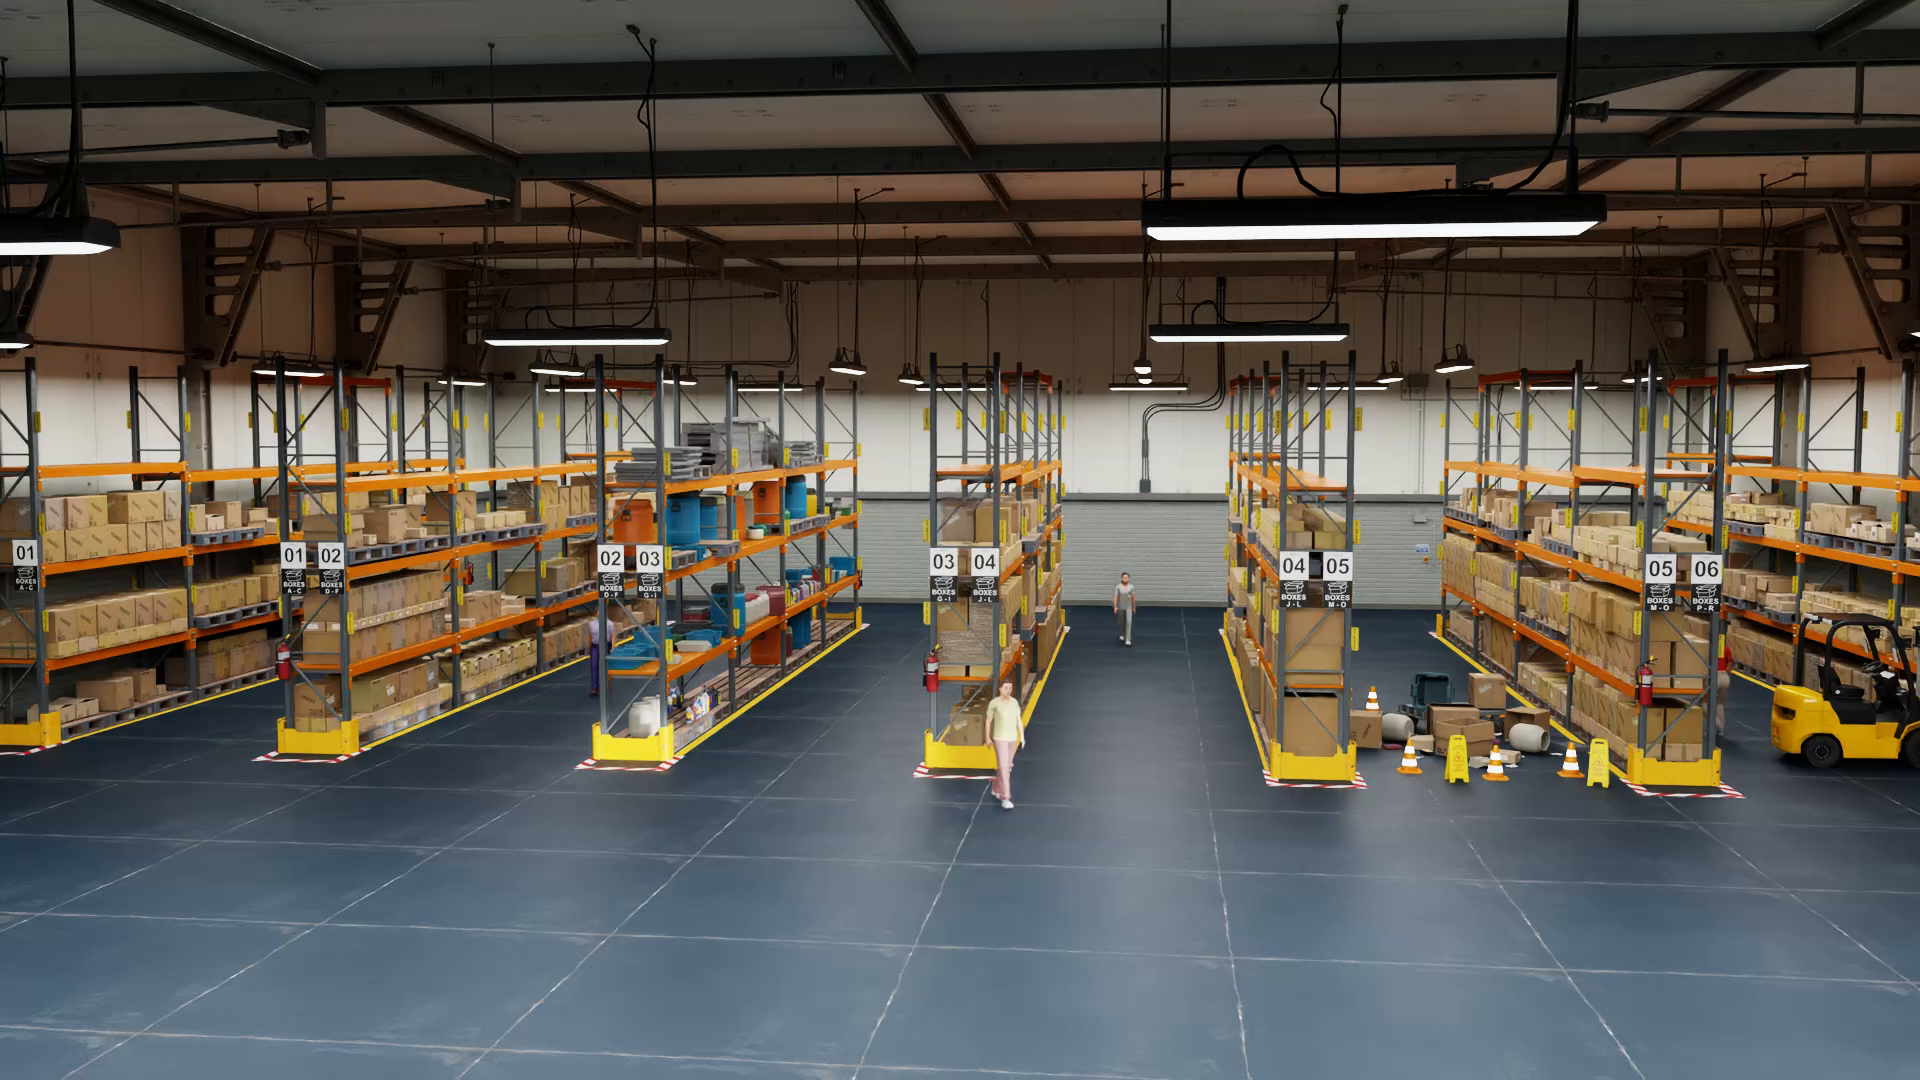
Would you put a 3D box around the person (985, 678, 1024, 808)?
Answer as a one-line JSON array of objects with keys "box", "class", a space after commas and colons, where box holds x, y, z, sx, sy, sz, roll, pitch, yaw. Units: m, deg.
[{"box": [0.614, 2.626, 21.773, 0.482, 1.635, 0.874, -2, 5, -31], "class": "person"}]

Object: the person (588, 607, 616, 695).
[{"box": [-6.630, 2.021, 30.754, 0.512, 1.579, 1.049, -1, 4, -8], "class": "person"}]

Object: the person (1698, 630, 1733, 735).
[{"box": [12.090, 2.286, 26.534, 0.610, 1.708, 0.608, -1, 4, -16], "class": "person"}]

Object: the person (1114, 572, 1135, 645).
[{"box": [3.714, 1.591, 37.493, 0.494, 1.497, 1.082, 0, 4, 4], "class": "person"}]
